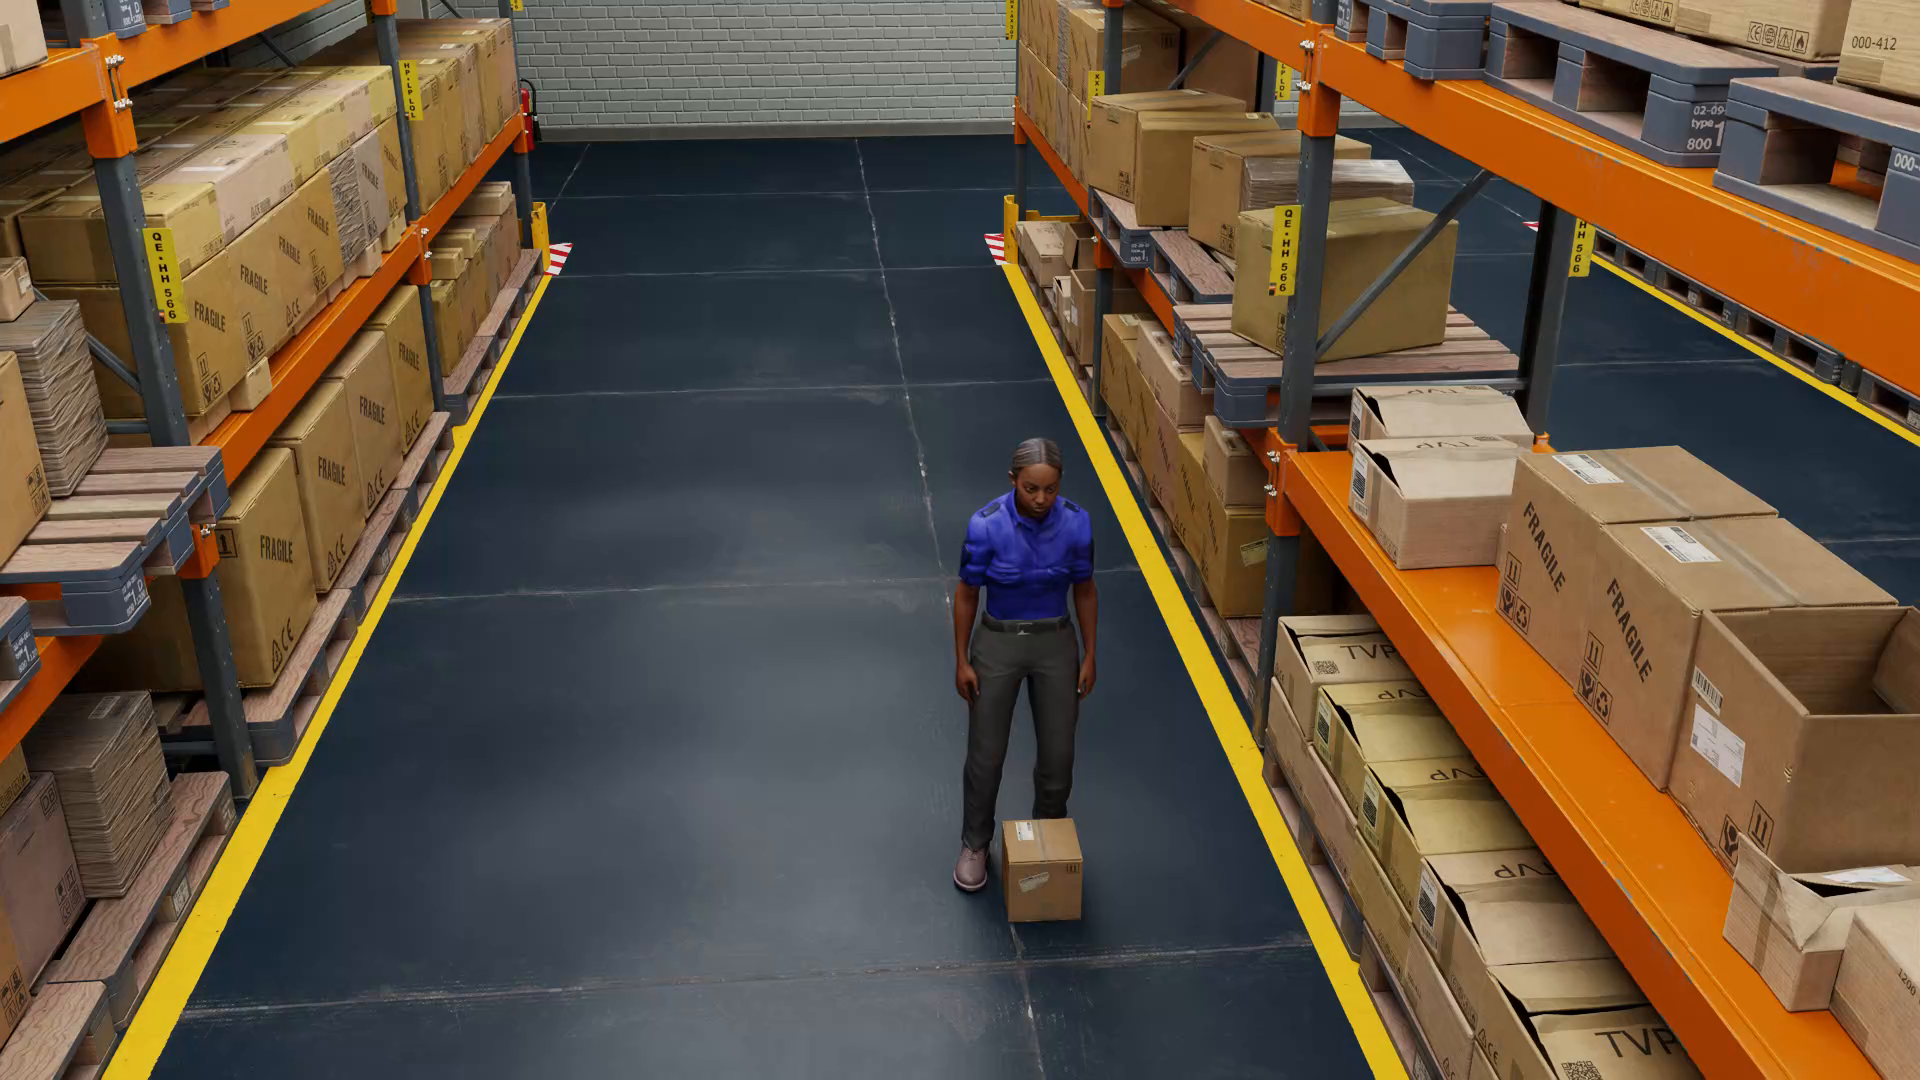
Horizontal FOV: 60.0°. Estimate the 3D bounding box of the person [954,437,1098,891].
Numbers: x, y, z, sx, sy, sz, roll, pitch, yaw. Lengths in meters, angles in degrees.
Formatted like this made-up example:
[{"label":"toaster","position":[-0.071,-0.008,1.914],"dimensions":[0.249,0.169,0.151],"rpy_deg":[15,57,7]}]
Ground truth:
[{"label":"person","position":[0.220,0.409,5.683],"dimensions":[0.506,1.655,0.351],"rpy_deg":[-2,24,-5]}]
